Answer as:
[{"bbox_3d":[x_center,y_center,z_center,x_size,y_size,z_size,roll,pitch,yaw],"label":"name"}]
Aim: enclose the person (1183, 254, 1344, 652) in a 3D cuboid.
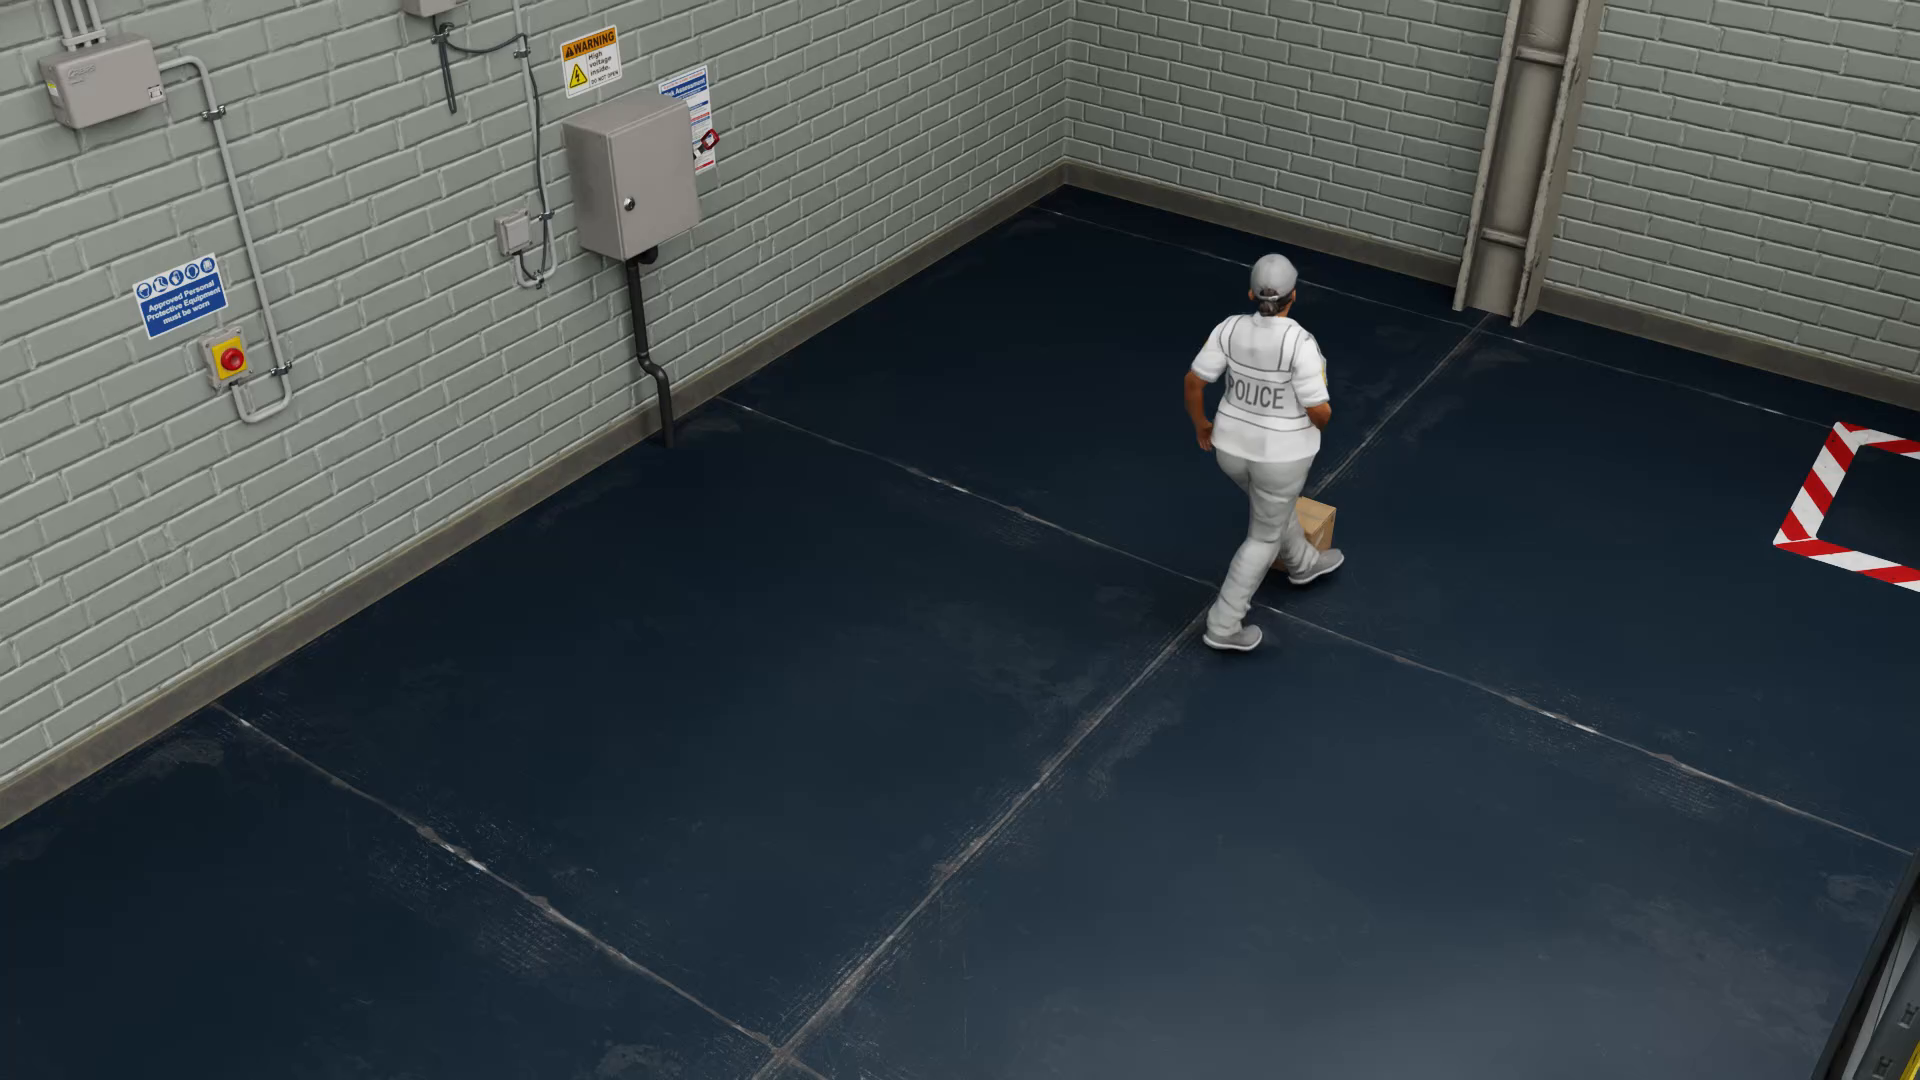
[{"bbox_3d":[1.279,-0.412,6.758,0.946,1.621,0.553,-25,42,-31],"label":"person"}]
